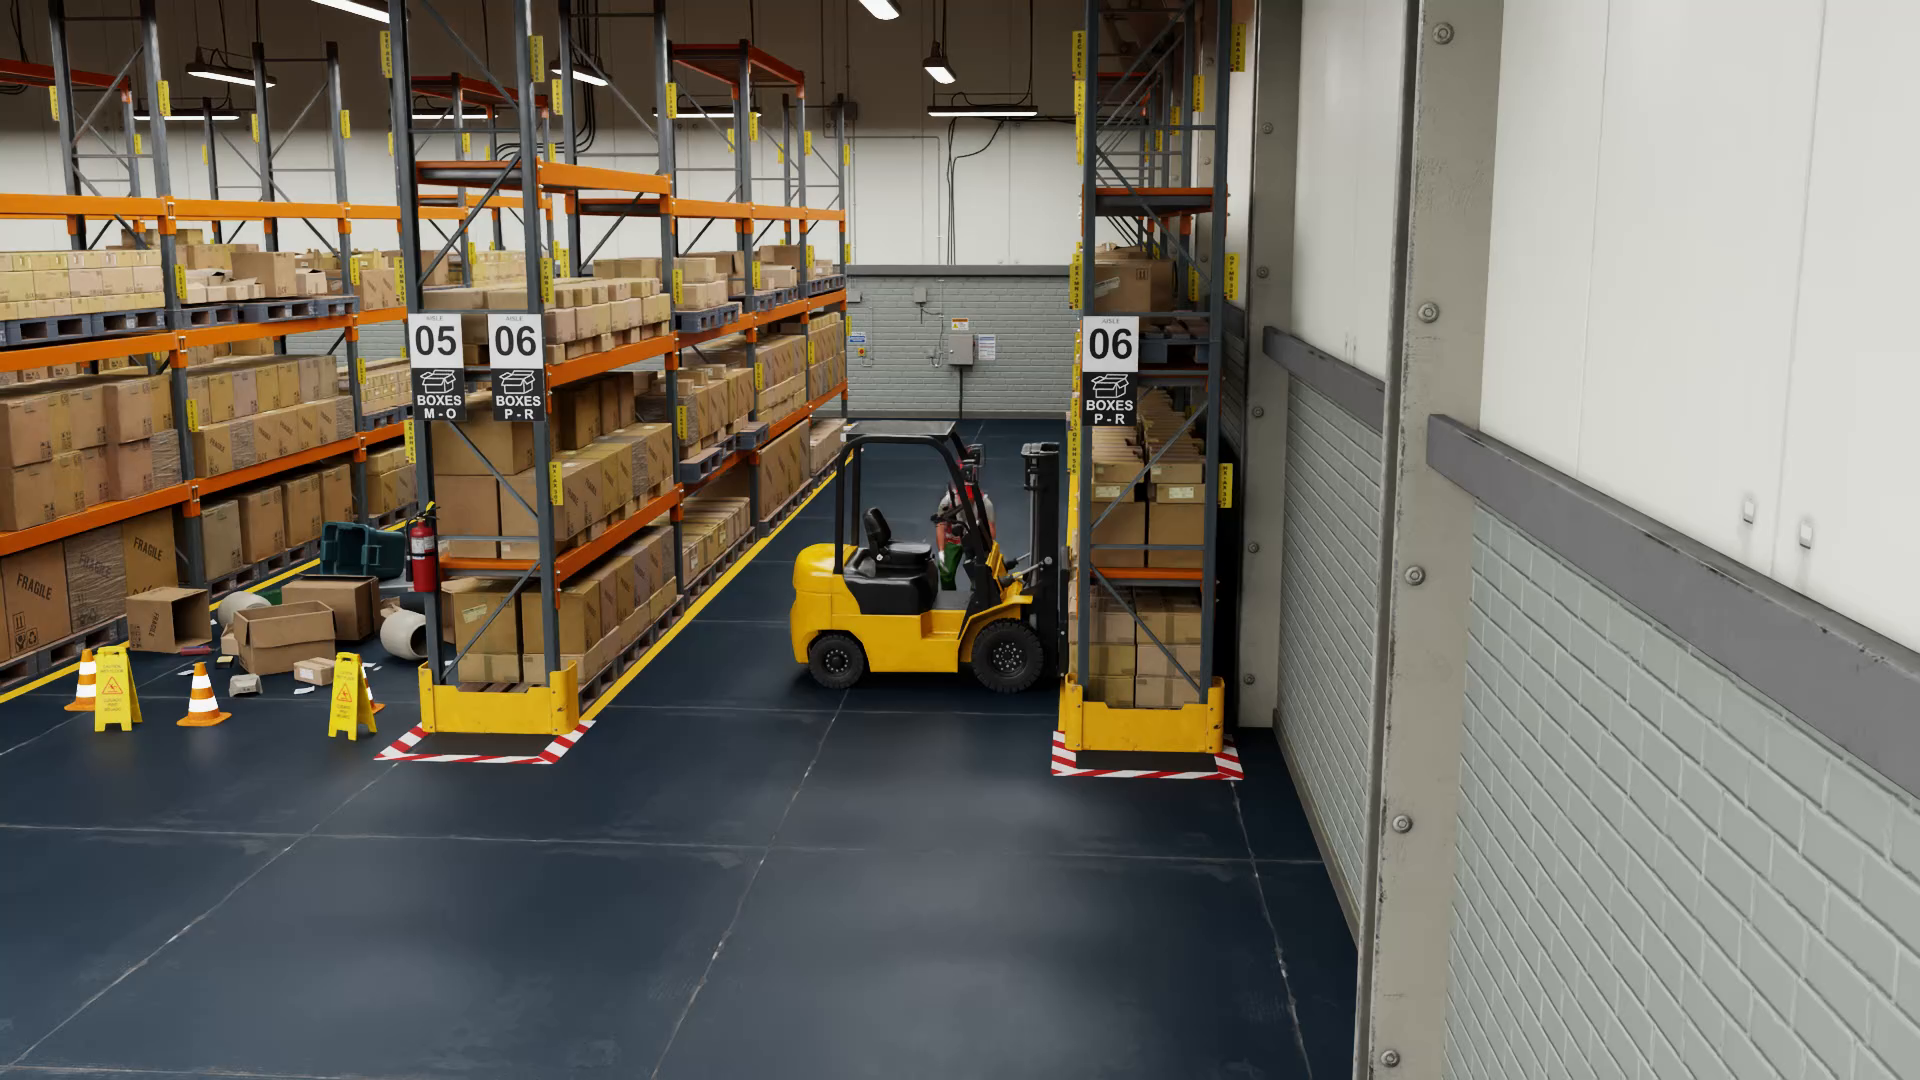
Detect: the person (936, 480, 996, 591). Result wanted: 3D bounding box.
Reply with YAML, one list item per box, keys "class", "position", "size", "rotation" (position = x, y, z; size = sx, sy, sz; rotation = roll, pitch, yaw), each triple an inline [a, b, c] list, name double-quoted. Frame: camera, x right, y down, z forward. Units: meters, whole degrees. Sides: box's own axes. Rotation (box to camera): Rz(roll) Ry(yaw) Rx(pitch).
- class: "person"
  position: [0.066, 0.084, 16.274]
  size: [0.582, 1.471, 0.731]
  rotation: [1, 11, 4]
